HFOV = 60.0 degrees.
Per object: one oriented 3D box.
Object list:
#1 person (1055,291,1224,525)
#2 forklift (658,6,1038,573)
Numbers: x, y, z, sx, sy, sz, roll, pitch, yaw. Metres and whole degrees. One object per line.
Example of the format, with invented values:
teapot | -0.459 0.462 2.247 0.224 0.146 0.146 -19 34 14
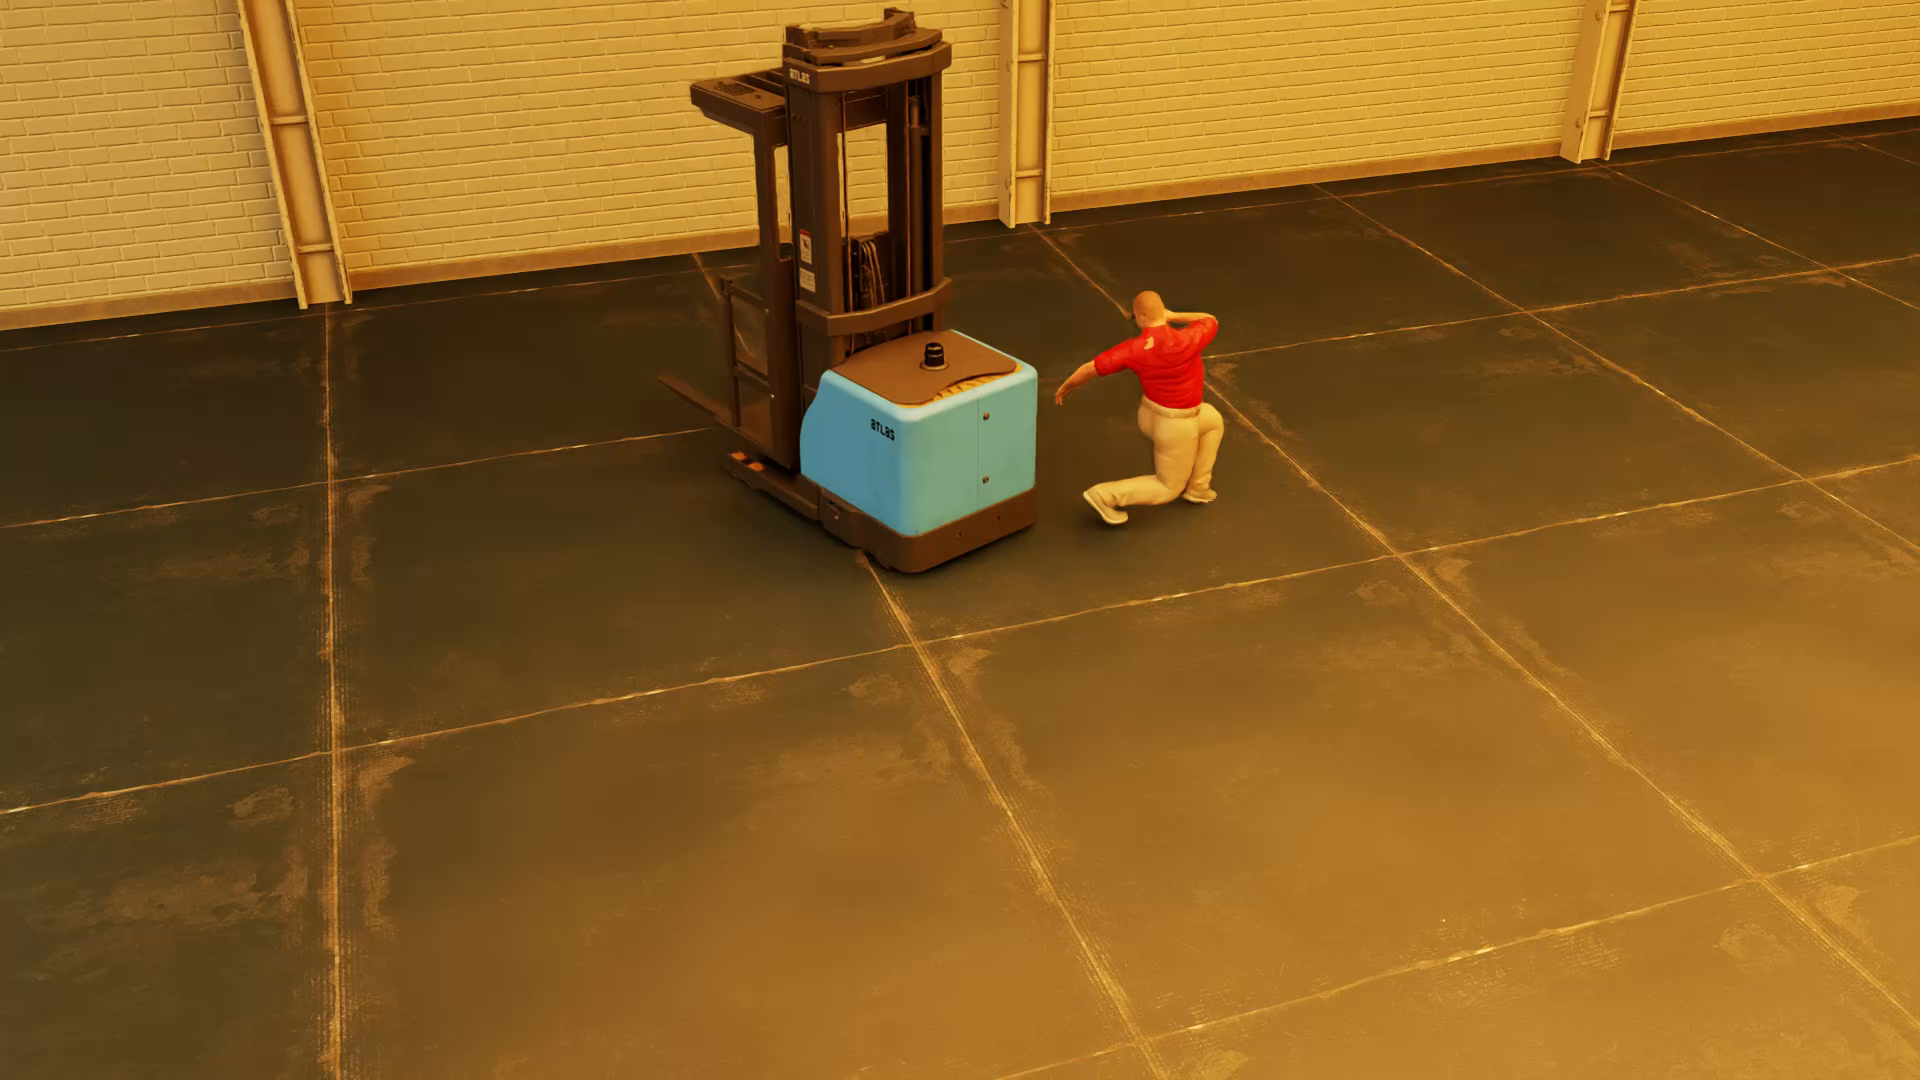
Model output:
person | 1.125 -0.841 10.083 0.975 1.483 0.812 -19 35 -29
forklift | -0.869 -1.741 10.113 1.130 2.935 3.031 -23 37 -34
